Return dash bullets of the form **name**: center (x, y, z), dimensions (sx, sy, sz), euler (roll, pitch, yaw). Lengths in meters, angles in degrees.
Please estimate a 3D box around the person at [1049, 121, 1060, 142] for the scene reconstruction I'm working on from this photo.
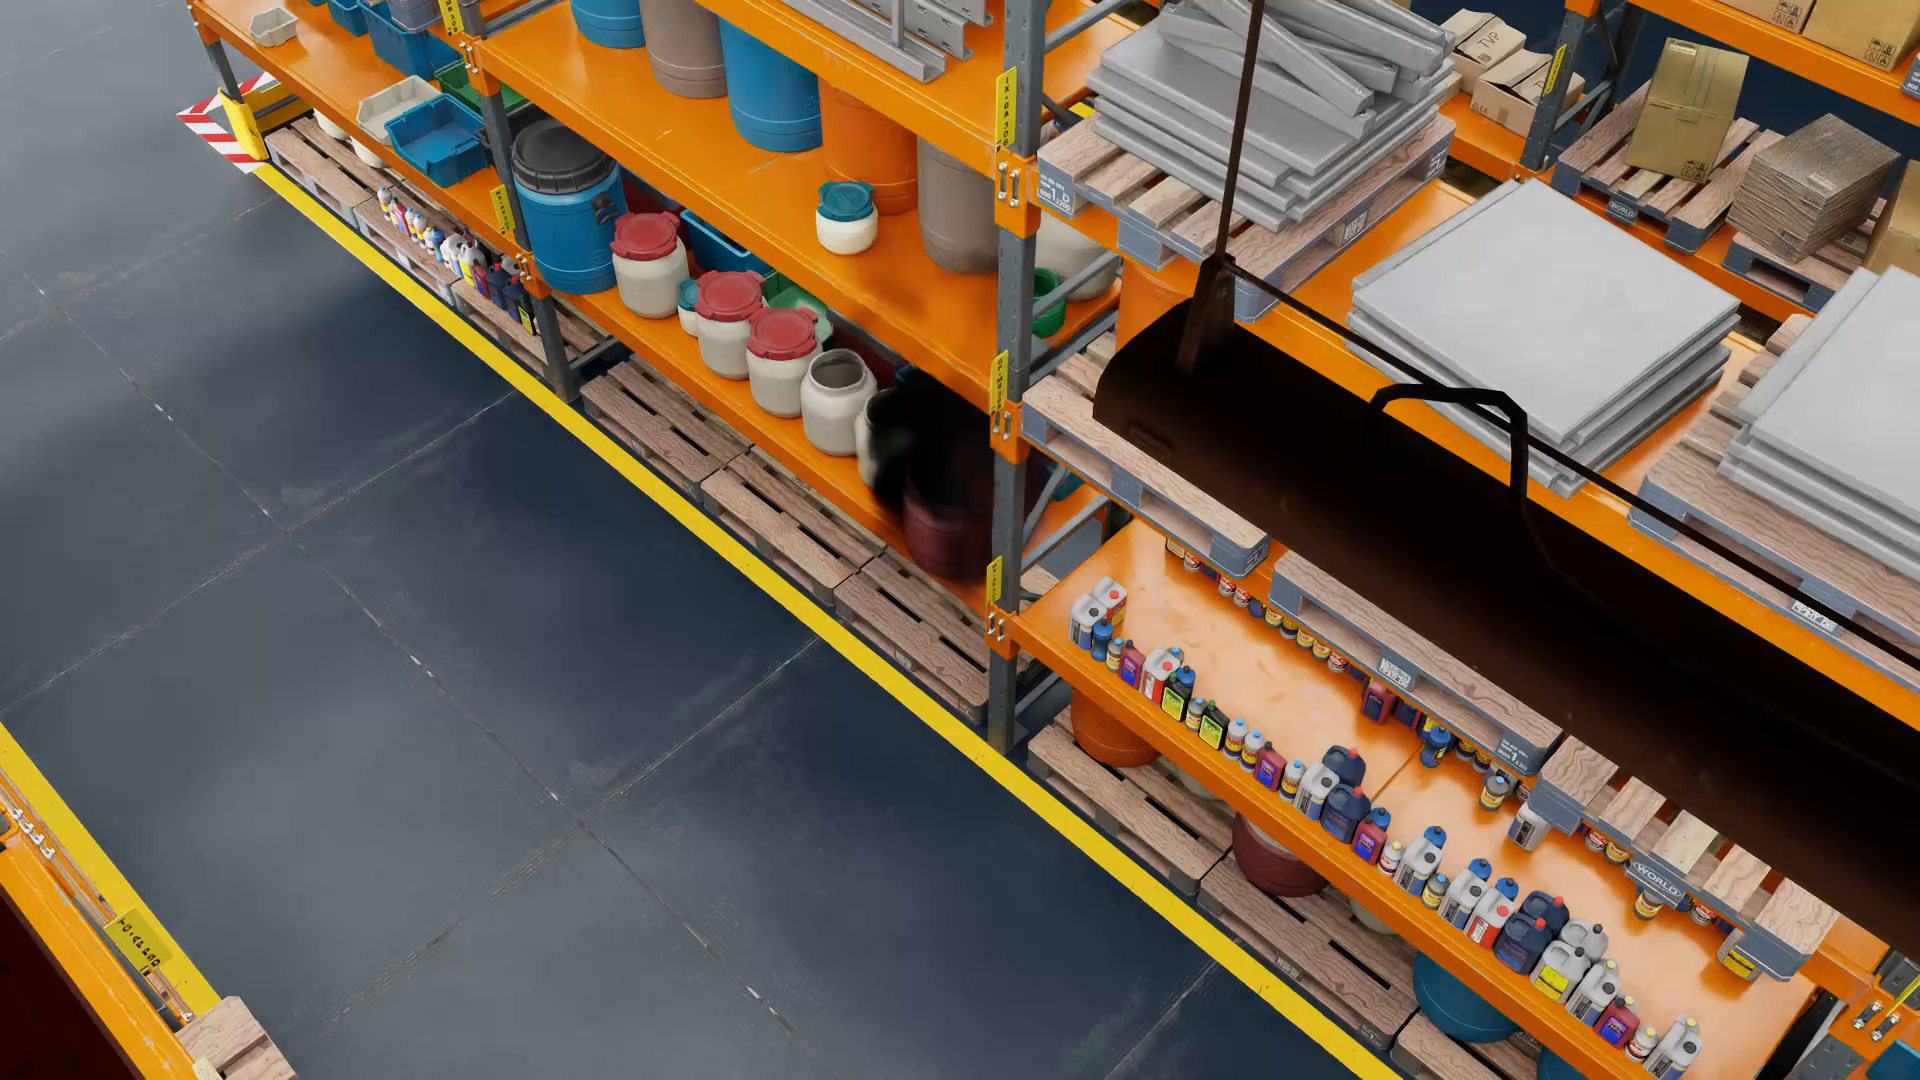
- **person**: center (0.280, -2.268, 10.821), dimensions (0.866, 1.688, 0.599), euler (32, 57, 24)
